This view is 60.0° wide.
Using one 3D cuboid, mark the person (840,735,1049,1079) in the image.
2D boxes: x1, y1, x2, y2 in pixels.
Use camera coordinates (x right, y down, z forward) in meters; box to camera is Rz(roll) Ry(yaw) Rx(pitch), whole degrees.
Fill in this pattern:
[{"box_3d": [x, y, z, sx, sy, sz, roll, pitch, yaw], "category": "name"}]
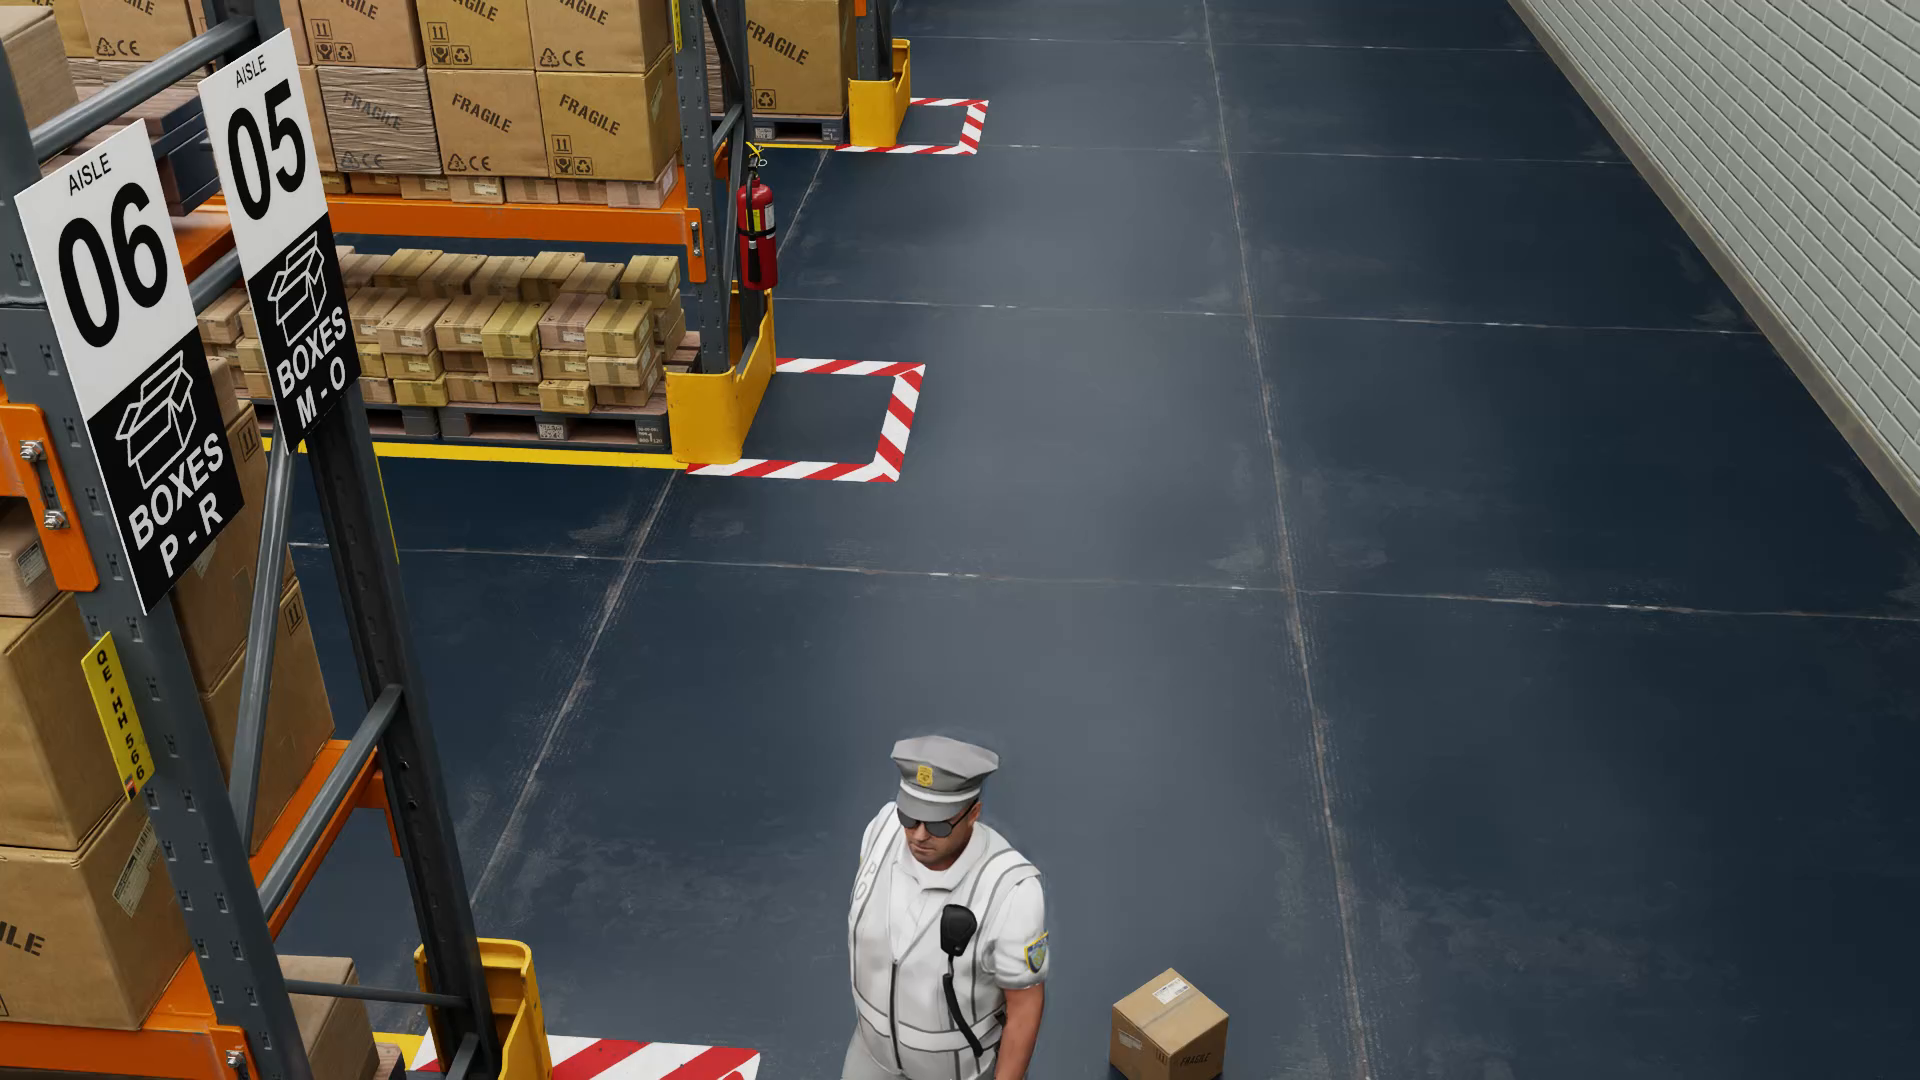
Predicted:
[{"box_3d": [-0.082, 1.270, 4.097, 0.590, 1.840, 0.683, 17, 35, 25], "category": "person"}]
